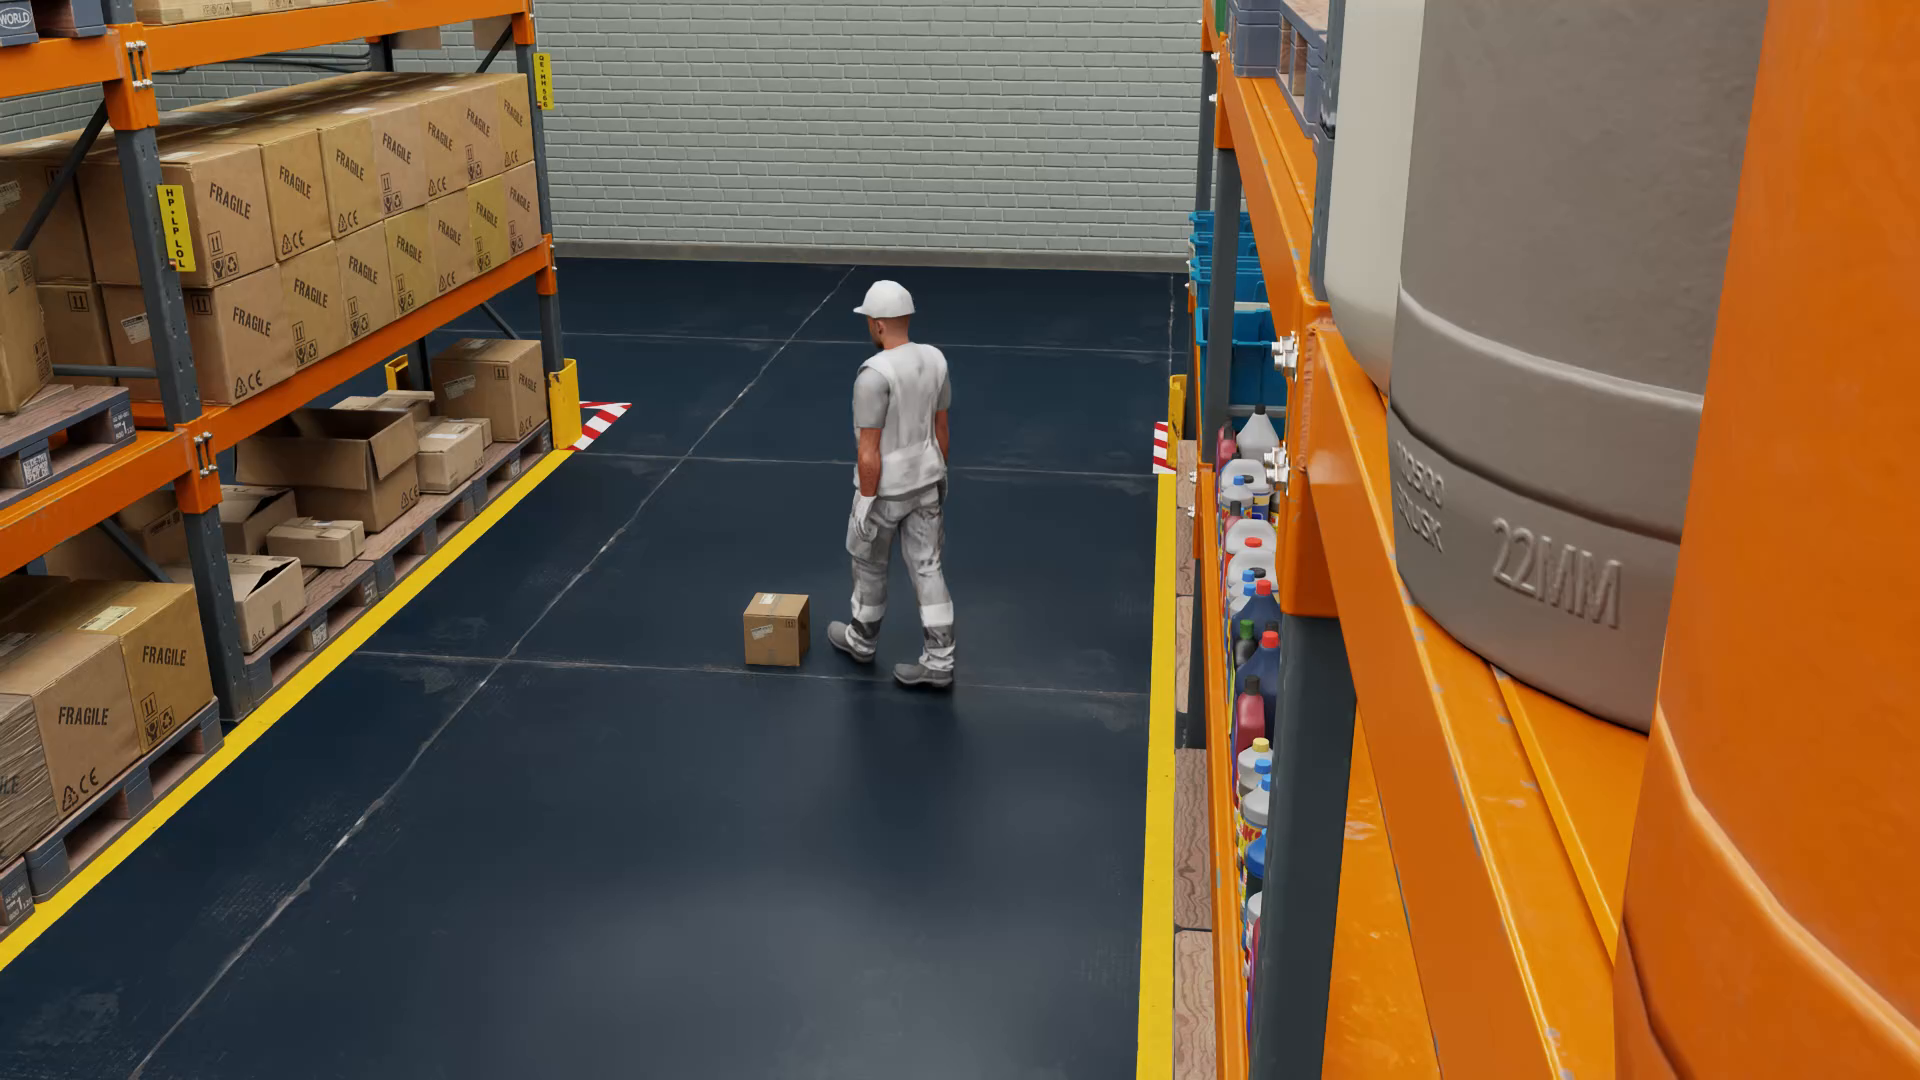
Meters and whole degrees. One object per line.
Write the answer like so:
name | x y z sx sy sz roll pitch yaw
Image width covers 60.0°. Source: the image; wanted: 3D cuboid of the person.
person | -0.333 -0.249 7.198 0.566 1.777 0.763 -18 27 -39
